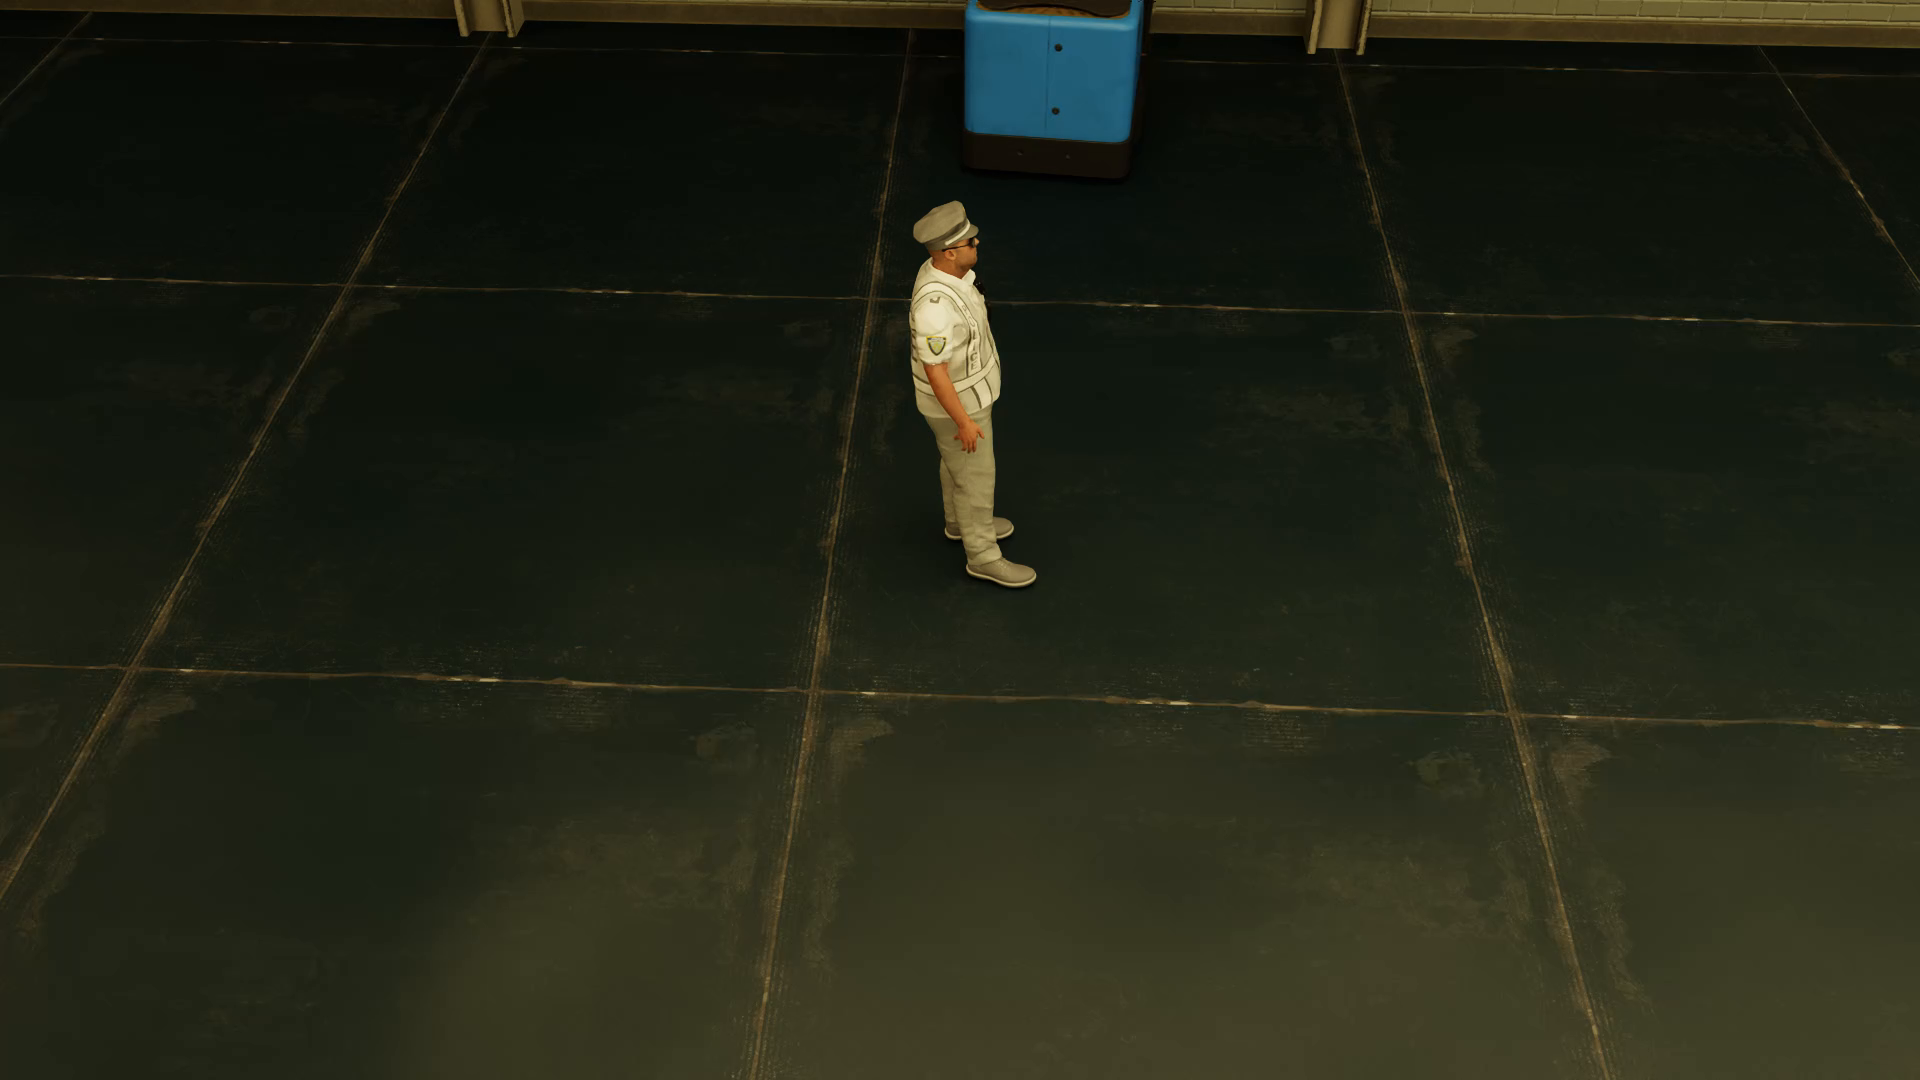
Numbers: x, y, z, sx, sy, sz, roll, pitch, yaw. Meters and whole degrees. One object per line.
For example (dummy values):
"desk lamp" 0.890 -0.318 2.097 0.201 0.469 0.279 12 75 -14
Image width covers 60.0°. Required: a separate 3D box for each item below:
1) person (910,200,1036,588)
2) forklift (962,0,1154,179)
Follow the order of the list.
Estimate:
"person" 0.078 -0.654 7.299 0.574 1.780 0.641 2 42 2
"forklift" 0.733 -4.306 10.459 1.130 2.935 3.031 6 43 6
